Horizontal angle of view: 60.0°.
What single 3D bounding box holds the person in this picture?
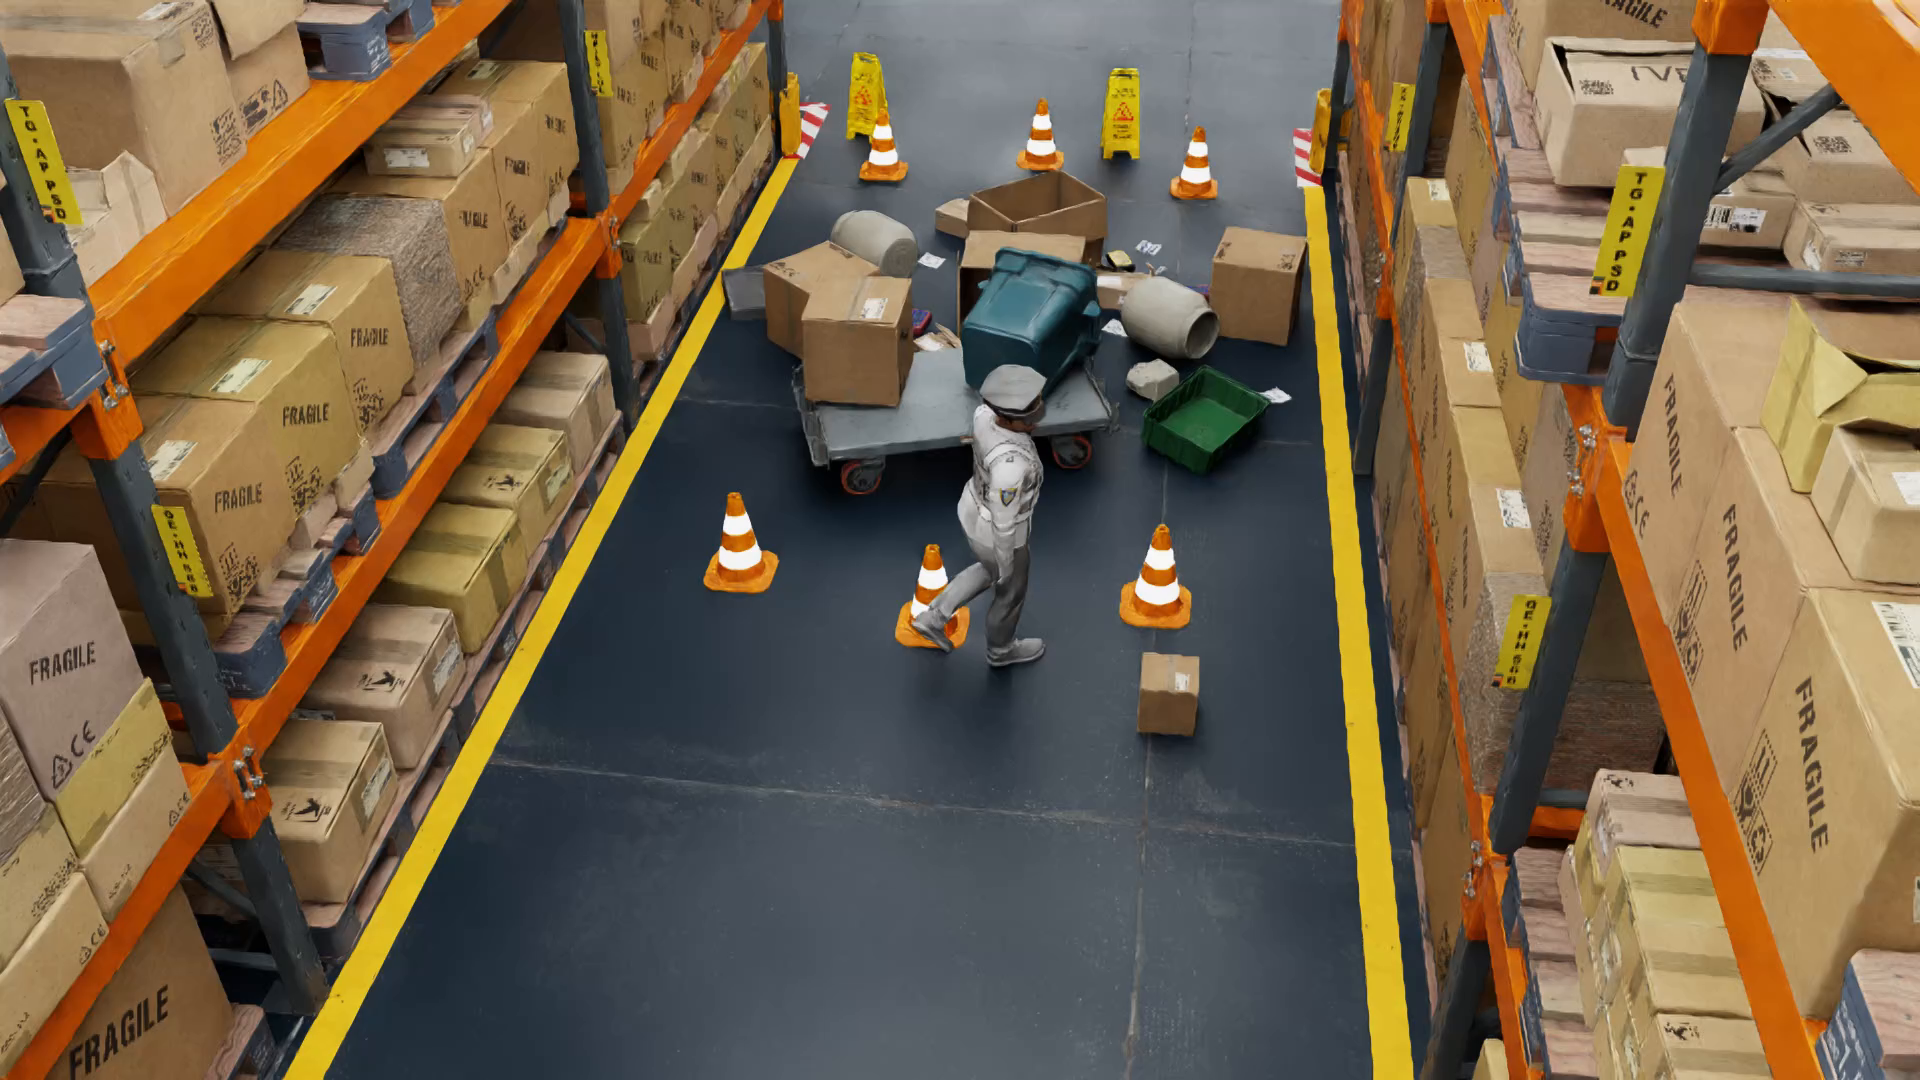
[{"bbox_3d":[0.120,-0.034,7.093,0.634,1.638,0.517,-10,37,-13],"label":"person"}]
